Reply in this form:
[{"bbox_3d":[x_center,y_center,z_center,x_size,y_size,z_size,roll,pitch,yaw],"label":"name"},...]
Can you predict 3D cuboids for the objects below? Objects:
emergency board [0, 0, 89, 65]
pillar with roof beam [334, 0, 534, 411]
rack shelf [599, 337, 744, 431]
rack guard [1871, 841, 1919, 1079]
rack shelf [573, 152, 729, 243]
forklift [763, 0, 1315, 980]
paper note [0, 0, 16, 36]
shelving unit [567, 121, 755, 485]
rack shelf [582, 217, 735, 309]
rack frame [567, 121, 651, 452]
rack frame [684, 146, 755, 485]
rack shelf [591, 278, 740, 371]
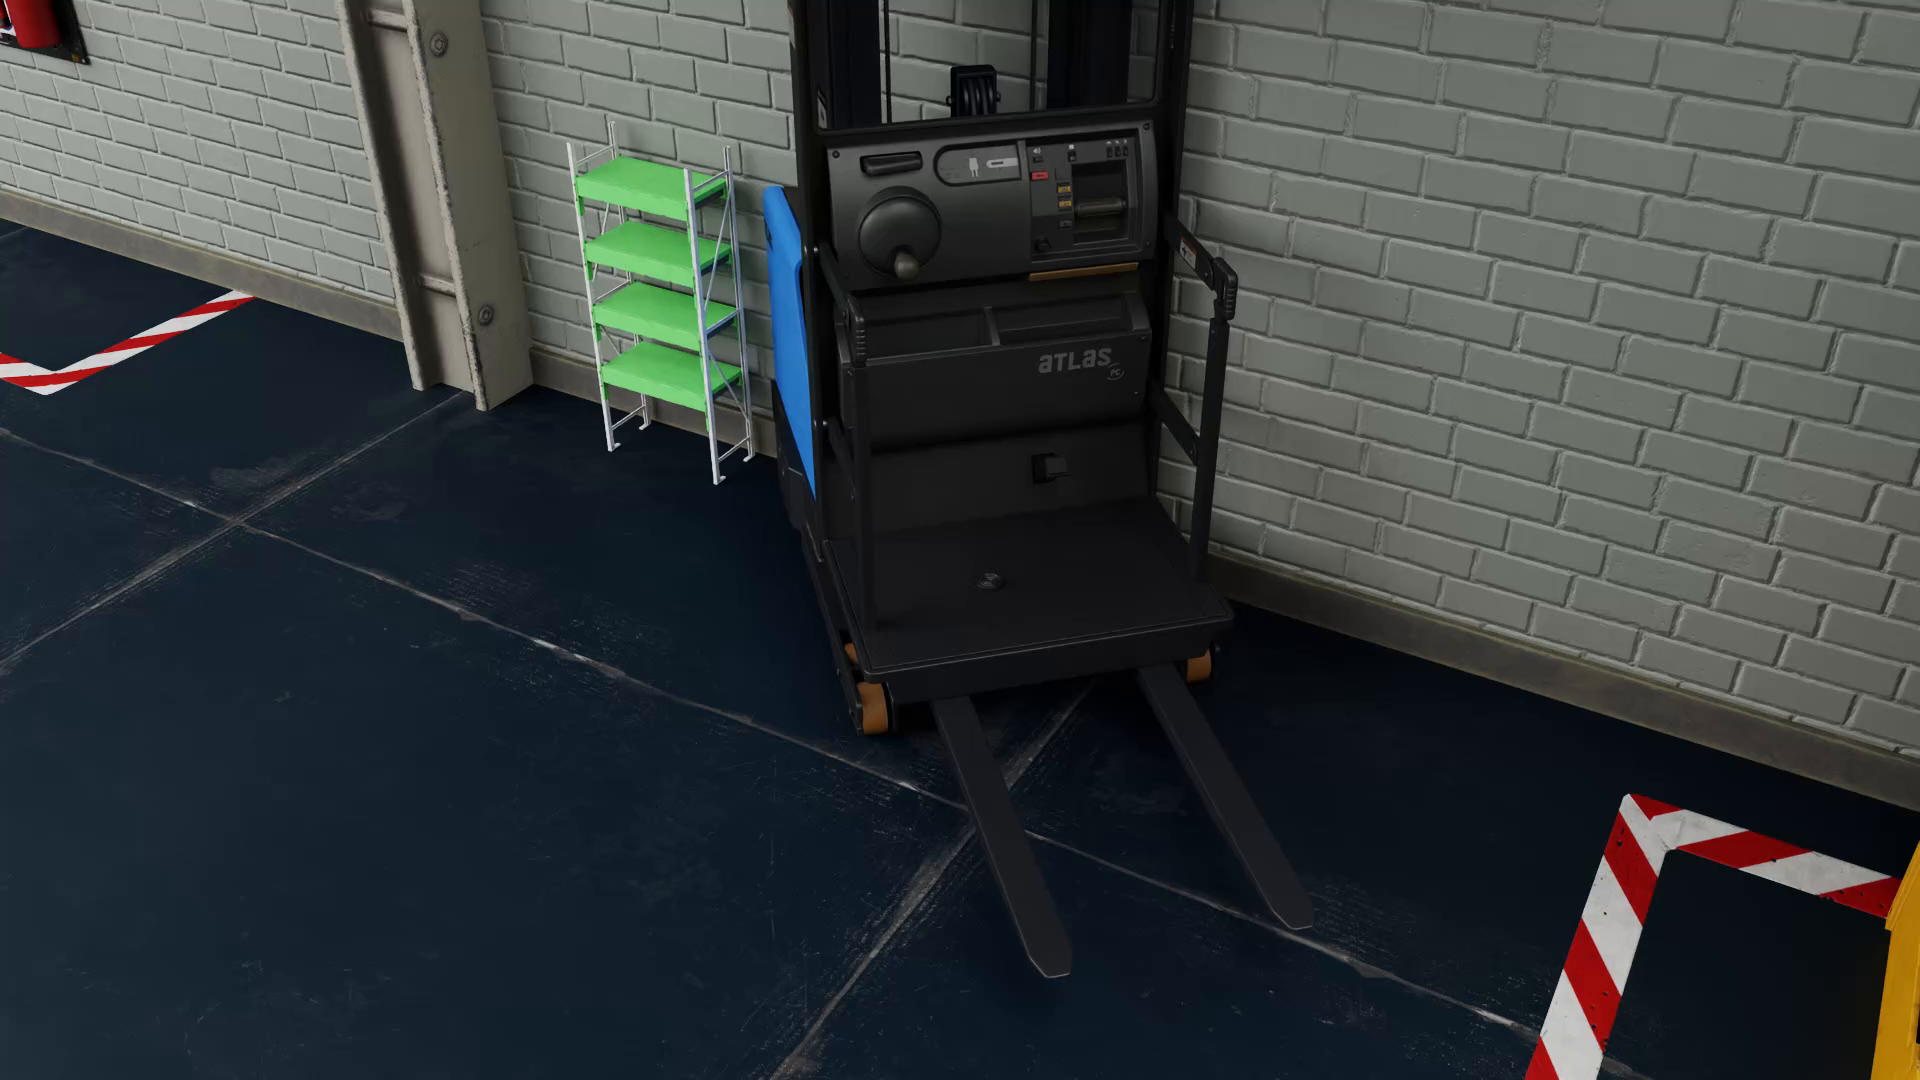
[{"bbox_3d":[-4.075,-2.577,6.914,0.643,1.169,0.194,18,37,24],"label":"emergency board"},{"bbox_3d":[-4.084,-2.304,1.092,0.400,9.000,9.100,18,37,24],"label":"pillar with roof beam"},{"bbox_3d":[-1.044,-0.573,6.076,0.480,0.148,0.258,17,37,24],"label":"rack shelf"},{"bbox_3d":[2.290,1.056,3.713,0.348,0.500,1.175,18,37,24],"label":"rack guard"},{"bbox_3d":[-1.044,-1.172,5.677,0.480,0.148,0.258,17,37,24],"label":"rack shelf"},{"bbox_3d":[0.154,-0.882,4.430,1.130,2.935,3.031,-8,34,-12],"label":"forklift"},{"bbox_3d":[-4.194,-2.292,7.281,0.142,0.148,0.016,18,37,24],"label":"paper note"},{"bbox_3d":[-1.044,-0.826,5.908,0.503,1.200,0.258,17,37,24],"label":"shelving unit"},{"bbox_3d":[-1.044,-0.973,5.810,0.480,0.148,0.258,17,37,24],"label":"rack shelf"},{"bbox_3d":[-1.257,-0.892,6.007,0.015,1.200,0.240,17,37,24],"label":"rack frame"},{"bbox_3d":[-0.831,-0.760,5.809,0.015,1.200,0.240,17,37,24],"label":"rack frame"},{"bbox_3d":[-1.044,-0.773,5.943,0.480,0.148,0.258,17,37,24],"label":"rack shelf"}]
